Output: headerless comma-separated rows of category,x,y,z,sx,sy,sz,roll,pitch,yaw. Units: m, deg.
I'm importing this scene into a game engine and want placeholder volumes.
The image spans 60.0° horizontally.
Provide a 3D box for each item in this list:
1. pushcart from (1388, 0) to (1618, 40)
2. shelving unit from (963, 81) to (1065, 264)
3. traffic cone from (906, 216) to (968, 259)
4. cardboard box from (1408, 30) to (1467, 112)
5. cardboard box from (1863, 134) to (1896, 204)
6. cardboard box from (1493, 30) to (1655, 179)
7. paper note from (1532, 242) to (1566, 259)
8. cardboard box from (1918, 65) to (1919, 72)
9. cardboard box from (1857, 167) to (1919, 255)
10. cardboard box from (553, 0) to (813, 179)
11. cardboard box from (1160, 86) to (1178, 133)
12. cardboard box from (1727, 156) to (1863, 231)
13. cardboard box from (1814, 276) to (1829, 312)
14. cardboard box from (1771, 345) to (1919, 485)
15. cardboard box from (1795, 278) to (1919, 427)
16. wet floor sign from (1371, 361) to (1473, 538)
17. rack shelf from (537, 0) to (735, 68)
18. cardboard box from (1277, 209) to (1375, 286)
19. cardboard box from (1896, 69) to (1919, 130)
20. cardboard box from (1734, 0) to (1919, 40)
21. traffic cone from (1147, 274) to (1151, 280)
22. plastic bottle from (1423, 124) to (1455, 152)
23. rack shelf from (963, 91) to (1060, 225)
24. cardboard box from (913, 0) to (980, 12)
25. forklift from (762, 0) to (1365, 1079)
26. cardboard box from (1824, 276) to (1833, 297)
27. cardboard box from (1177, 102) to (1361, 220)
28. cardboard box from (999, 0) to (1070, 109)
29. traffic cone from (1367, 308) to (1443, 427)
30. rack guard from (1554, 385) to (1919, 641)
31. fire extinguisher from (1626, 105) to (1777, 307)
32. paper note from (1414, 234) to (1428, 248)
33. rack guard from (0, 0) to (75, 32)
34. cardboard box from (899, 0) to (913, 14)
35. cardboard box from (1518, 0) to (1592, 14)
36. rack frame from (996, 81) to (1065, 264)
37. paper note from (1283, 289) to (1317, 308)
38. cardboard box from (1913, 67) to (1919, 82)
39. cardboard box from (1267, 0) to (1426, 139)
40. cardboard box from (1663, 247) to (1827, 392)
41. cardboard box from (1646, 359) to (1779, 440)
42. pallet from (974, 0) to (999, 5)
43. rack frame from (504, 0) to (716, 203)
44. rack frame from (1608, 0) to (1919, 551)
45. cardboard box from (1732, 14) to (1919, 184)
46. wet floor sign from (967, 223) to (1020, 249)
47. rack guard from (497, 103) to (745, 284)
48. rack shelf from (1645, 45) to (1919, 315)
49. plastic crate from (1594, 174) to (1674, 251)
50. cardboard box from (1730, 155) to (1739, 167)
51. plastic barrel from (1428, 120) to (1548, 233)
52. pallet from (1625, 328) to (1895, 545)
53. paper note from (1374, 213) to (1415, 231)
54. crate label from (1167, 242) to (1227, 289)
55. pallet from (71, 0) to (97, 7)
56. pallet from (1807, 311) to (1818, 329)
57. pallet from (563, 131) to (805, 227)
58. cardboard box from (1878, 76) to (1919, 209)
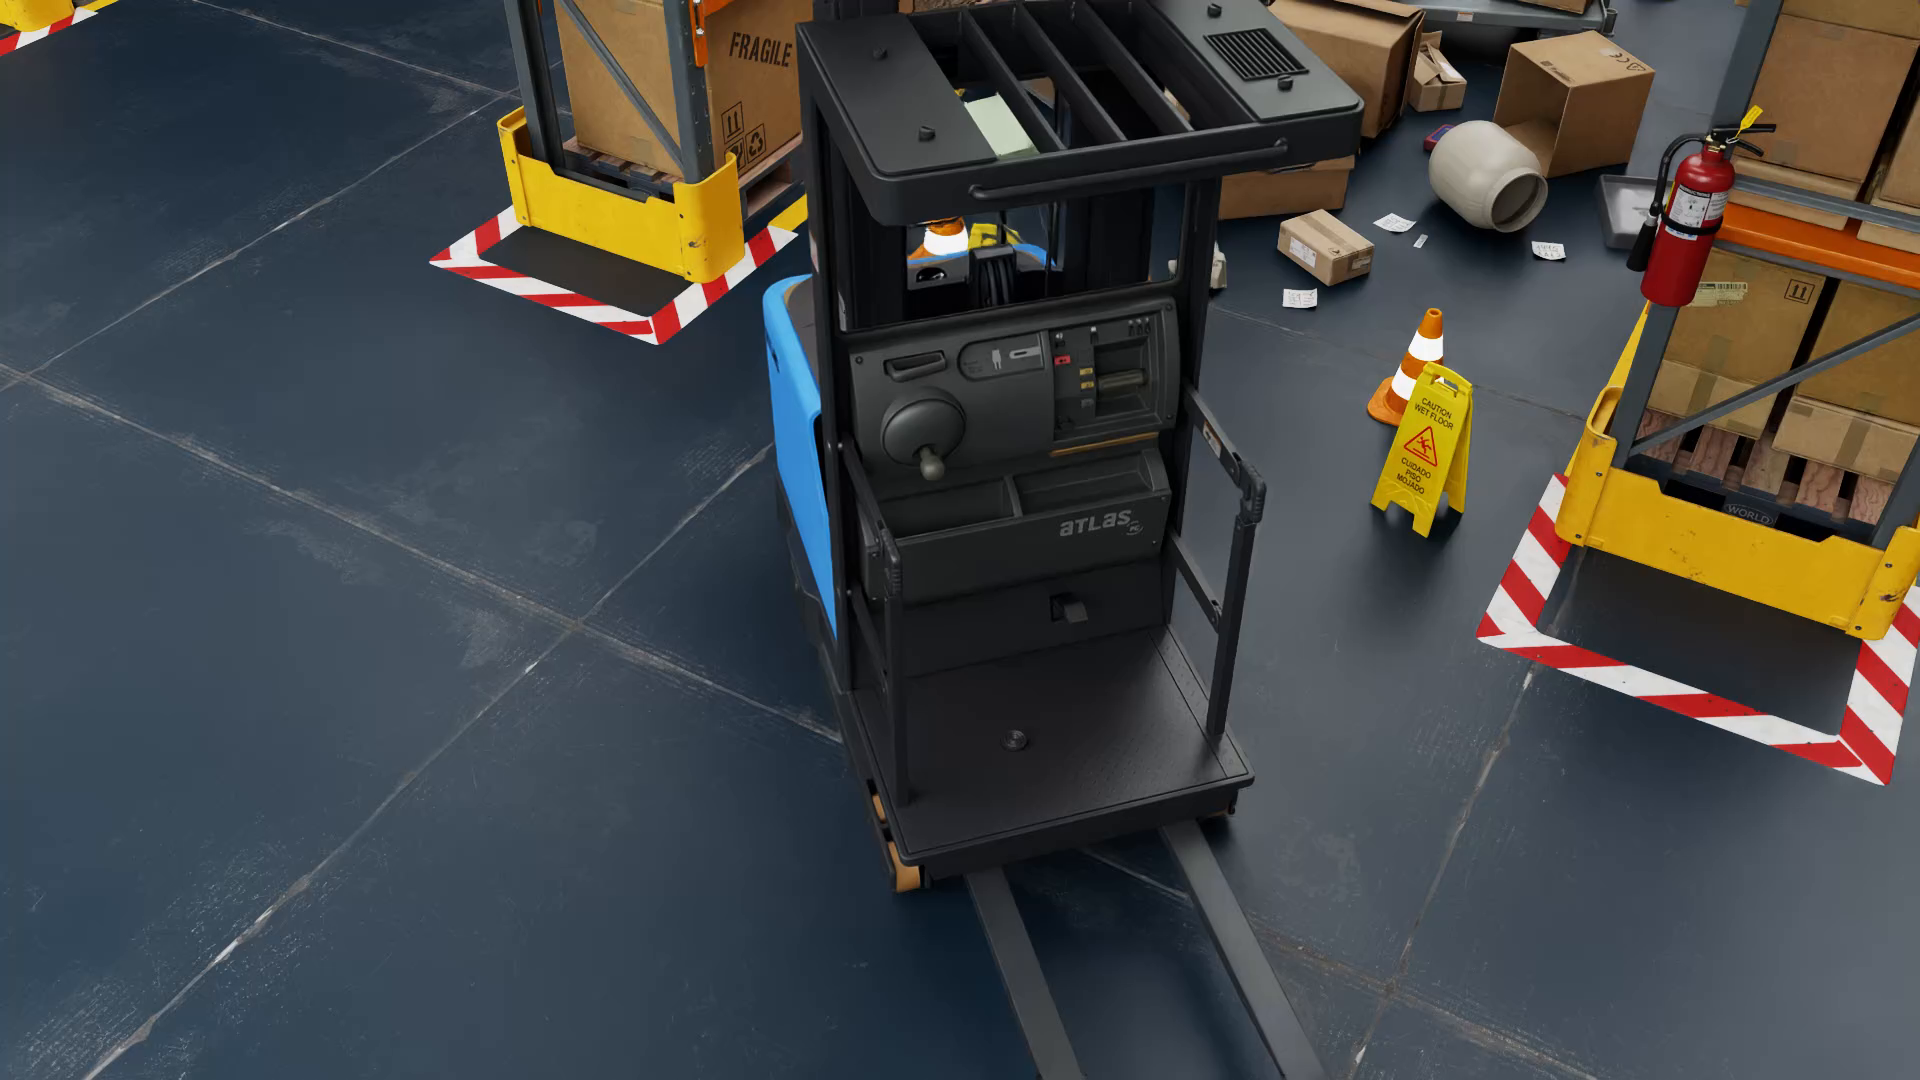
pushcart,2.781,-3.034,9.410,1.648,0.377,0.936,7,42,8
shelving unit,-0.063,-1.010,6.257,0.755,1.500,0.431,-21,45,-22
traffic cone,-0.063,-1.465,7.564,0.336,0.463,0.334,21,45,22
cardboard box,2.514,-2.510,8.900,0.258,0.266,0.396,-7,42,-7
cardboard box,3.242,-1.185,5.516,0.380,0.149,0.250,22,46,23
cardboard box,3.066,-2.192,8.359,0.500,0.500,0.500,-14,43,-15
paper note,2.752,-1.358,7.769,0.142,0.019,0.148,7,42,8
cardboard box,3.766,-1.922,5.862,0.500,0.500,0.500,20,45,21
cardboard box,3.128,-1.036,5.346,0.380,0.149,0.250,21,46,22
cardboard box,-1.276,-2.353,7.942,0.875,0.875,0.875,21,46,22
cardboard box,1.178,-2.253,8.608,0.396,0.266,0.258,29,49,29
cardboard box,2.780,-1.194,5.527,0.380,0.149,0.250,22,46,23
cardboard box,3.946,-1.106,6.999,0.500,0.250,0.500,24,47,25
cardboard box,3.422,-0.500,6.311,0.500,0.250,0.500,21,45,22
cardboard box,3.433,-0.795,6.078,0.500,0.500,0.500,19,45,21
wet floor sign,1.757,-0.365,6.177,0.232,0.644,0.267,-29,49,-29
rack shelf,-0.557,-3.458,8.451,1.077,0.370,4.000,21,45,22
cardboard box,1.685,-1.352,7.672,0.250,0.149,0.380,-21,45,-22
cardboard box,3.512,-1.630,5.530,0.500,0.500,0.500,22,46,23
cardboard box,2.845,-1.893,5.072,0.700,0.500,0.500,20,45,21
traffic cone,0.746,-0.897,6.918,0.336,0.463,0.334,21,45,22
plastic bottle,2.511,-2.072,8.556,0.133,0.061,0.283,29,49,29
rack shelf,-0.061,-1.304,6.001,0.720,0.370,0.431,-21,45,-22
cardboard box,-0.379,-3.378,9.107,0.875,0.875,0.875,21,46,22
forklift,0.224,-0.332,4.409,1.130,2.935,3.031,-11,43,-12
cardboard box,3.691,-1.096,6.420,0.500,0.500,0.500,19,45,21
cardboard box,1.465,-1.909,8.037,0.797,0.503,0.637,-7,42,-7
cardboard box,0.555,-2.707,8.944,0.500,0.500,0.500,29,49,29
traffic cone,1.877,-0.724,6.723,0.336,0.463,0.334,21,45,22
rack guard,2.816,-0.109,5.996,1.175,0.500,0.348,21,45,22
fire extinguisher,2.322,-1.062,5.245,0.296,0.674,0.183,21,45,22
paper note,2.175,-1.410,7.844,0.032,0.001,0.123,21,45,22
rack guard,-5.764,-3.387,9.717,1.175,0.500,0.348,21,45,22
cardboard box,-0.837,-2.857,8.515,0.875,0.875,0.875,20,45,21
cardboard box,3.224,-3.210,8.944,0.500,0.500,0.500,21,45,22
rack frame,0.254,-1.129,6.397,0.023,1.500,0.400,-21,45,-22
paper note,1.528,-1.089,7.463,0.148,0.019,0.142,7,42,8
cardboard box,3.792,-1.770,6.180,0.380,0.149,0.250,22,46,23
cardboard box,1.926,-2.498,8.603,0.797,0.637,0.503,21,45,22
cardboard box,2.954,-0.956,6.261,0.500,0.500,0.500,21,46,22
cardboard box,2.962,-0.695,6.532,0.500,0.250,0.500,21,45,22
pallet,-0.004,-3.416,9.970,1.003,0.211,1.213,21,45,22
rack frame,-1.558,-2.583,6.914,1.000,3.000,0.127,21,45,22
rack frame,2.778,-1.004,5.120,1.000,3.000,0.127,21,45,22
cardboard box,2.811,-1.555,5.445,0.500,0.500,0.500,20,45,21
wet floor sign,0.142,-1.028,6.929,0.267,0.644,0.232,14,43,15
rack guard,-1.570,-1.631,7.724,1.175,0.500,0.348,21,45,22
rack shelf,3.779,-1.878,6.658,1.077,0.370,4.000,21,45,22
plastic crate,3.284,-1.570,7.972,0.402,0.080,0.583,7,42,8
cardboard box,2.811,-1.376,5.733,0.380,0.149,0.250,20,45,22
plastic barrel,2.501,-1.720,7.882,0.421,0.421,0.512,-14,43,-15
pallet,3.254,-0.454,6.606,1.003,0.211,1.213,21,45,22
paper note,2.083,-1.521,7.963,0.142,0.019,0.148,-29,49,-29
crate label,1.085,-1.245,7.560,0.250,0.136,0.298,0,41,0
pallet,-5.326,-3.731,10.328,1.003,0.211,1.213,21,45,22
pallet,3.865,-1.149,7.395,1.003,0.211,1.213,21,45,22
pallet,-1.225,-2.020,8.384,1.003,0.211,1.213,21,45,22
cardboard box,3.256,-1.332,5.193,0.500,0.500,0.500,20,45,21
